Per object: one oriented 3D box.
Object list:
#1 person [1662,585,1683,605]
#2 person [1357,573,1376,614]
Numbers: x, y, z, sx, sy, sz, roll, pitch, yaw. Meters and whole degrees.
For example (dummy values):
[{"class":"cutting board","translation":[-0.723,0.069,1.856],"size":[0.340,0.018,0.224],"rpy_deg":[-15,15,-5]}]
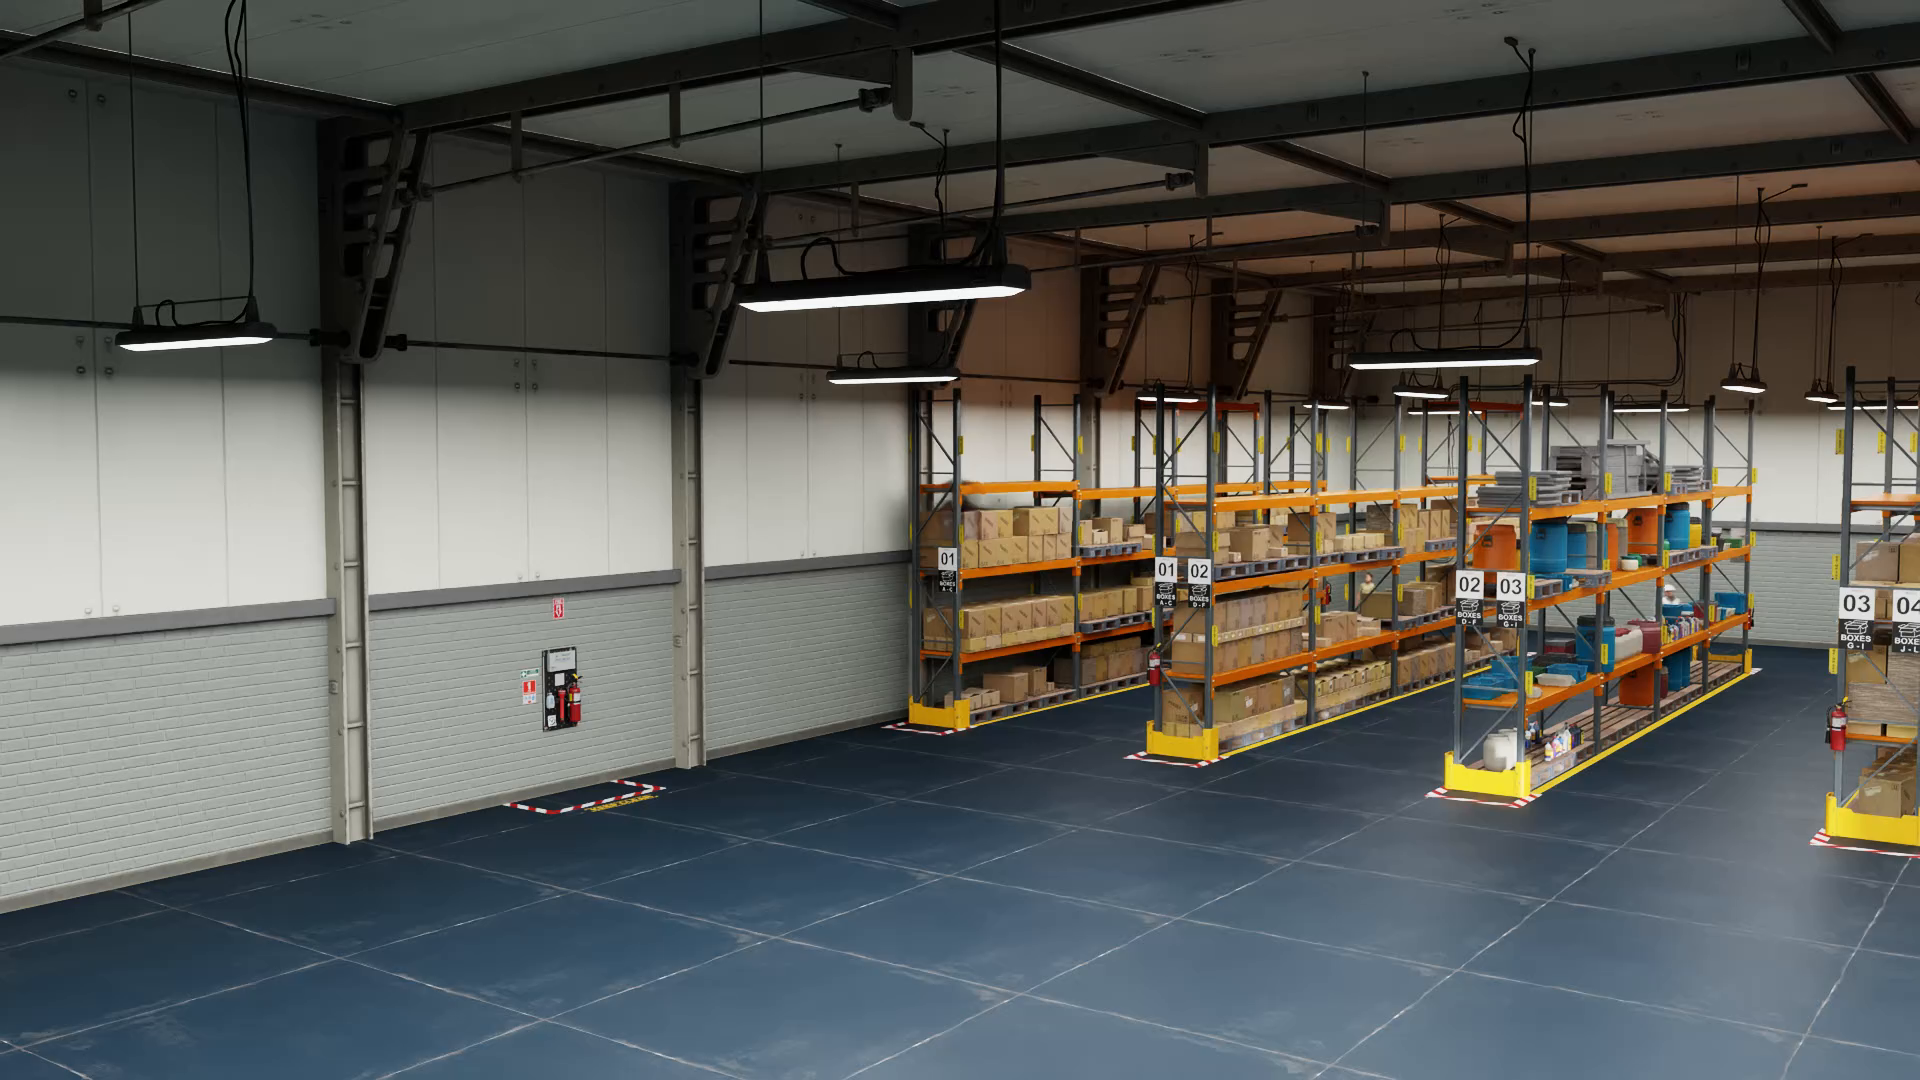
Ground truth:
[{"class":"person","translation":[16.423,1.932,38.398],"size":[0.545,1.792,0.517],"rpy_deg":[1,3,9]},{"class":"person","translation":[10.736,1.680,43.865],"size":[0.507,1.622,1.043],"rpy_deg":[1,3,10]}]
